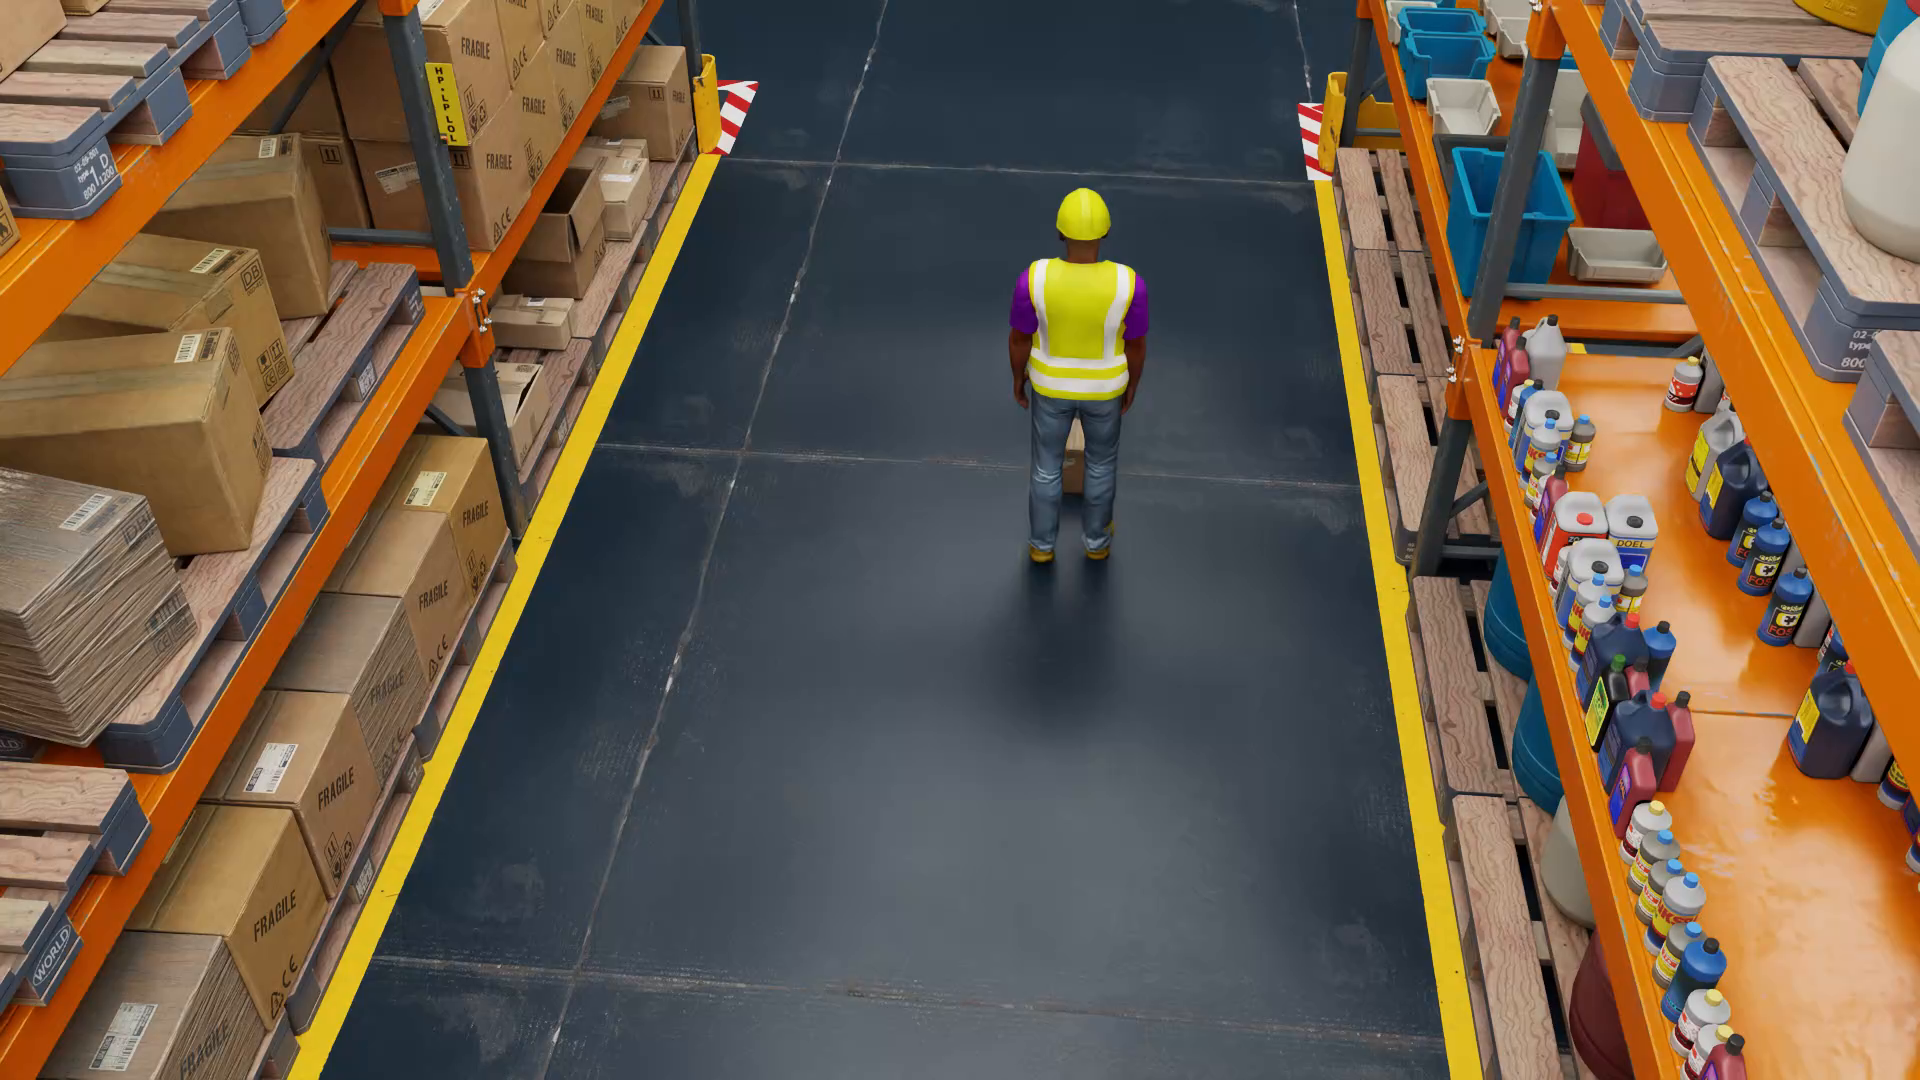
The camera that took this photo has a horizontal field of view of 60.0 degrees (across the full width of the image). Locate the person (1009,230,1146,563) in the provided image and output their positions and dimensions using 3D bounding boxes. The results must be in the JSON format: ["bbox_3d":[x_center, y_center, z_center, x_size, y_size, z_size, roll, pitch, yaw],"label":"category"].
[{"bbox_3d":[12.083,-4.863,6.343,23.125,9.031,7.372,4,40,5],"label":"person"}]
